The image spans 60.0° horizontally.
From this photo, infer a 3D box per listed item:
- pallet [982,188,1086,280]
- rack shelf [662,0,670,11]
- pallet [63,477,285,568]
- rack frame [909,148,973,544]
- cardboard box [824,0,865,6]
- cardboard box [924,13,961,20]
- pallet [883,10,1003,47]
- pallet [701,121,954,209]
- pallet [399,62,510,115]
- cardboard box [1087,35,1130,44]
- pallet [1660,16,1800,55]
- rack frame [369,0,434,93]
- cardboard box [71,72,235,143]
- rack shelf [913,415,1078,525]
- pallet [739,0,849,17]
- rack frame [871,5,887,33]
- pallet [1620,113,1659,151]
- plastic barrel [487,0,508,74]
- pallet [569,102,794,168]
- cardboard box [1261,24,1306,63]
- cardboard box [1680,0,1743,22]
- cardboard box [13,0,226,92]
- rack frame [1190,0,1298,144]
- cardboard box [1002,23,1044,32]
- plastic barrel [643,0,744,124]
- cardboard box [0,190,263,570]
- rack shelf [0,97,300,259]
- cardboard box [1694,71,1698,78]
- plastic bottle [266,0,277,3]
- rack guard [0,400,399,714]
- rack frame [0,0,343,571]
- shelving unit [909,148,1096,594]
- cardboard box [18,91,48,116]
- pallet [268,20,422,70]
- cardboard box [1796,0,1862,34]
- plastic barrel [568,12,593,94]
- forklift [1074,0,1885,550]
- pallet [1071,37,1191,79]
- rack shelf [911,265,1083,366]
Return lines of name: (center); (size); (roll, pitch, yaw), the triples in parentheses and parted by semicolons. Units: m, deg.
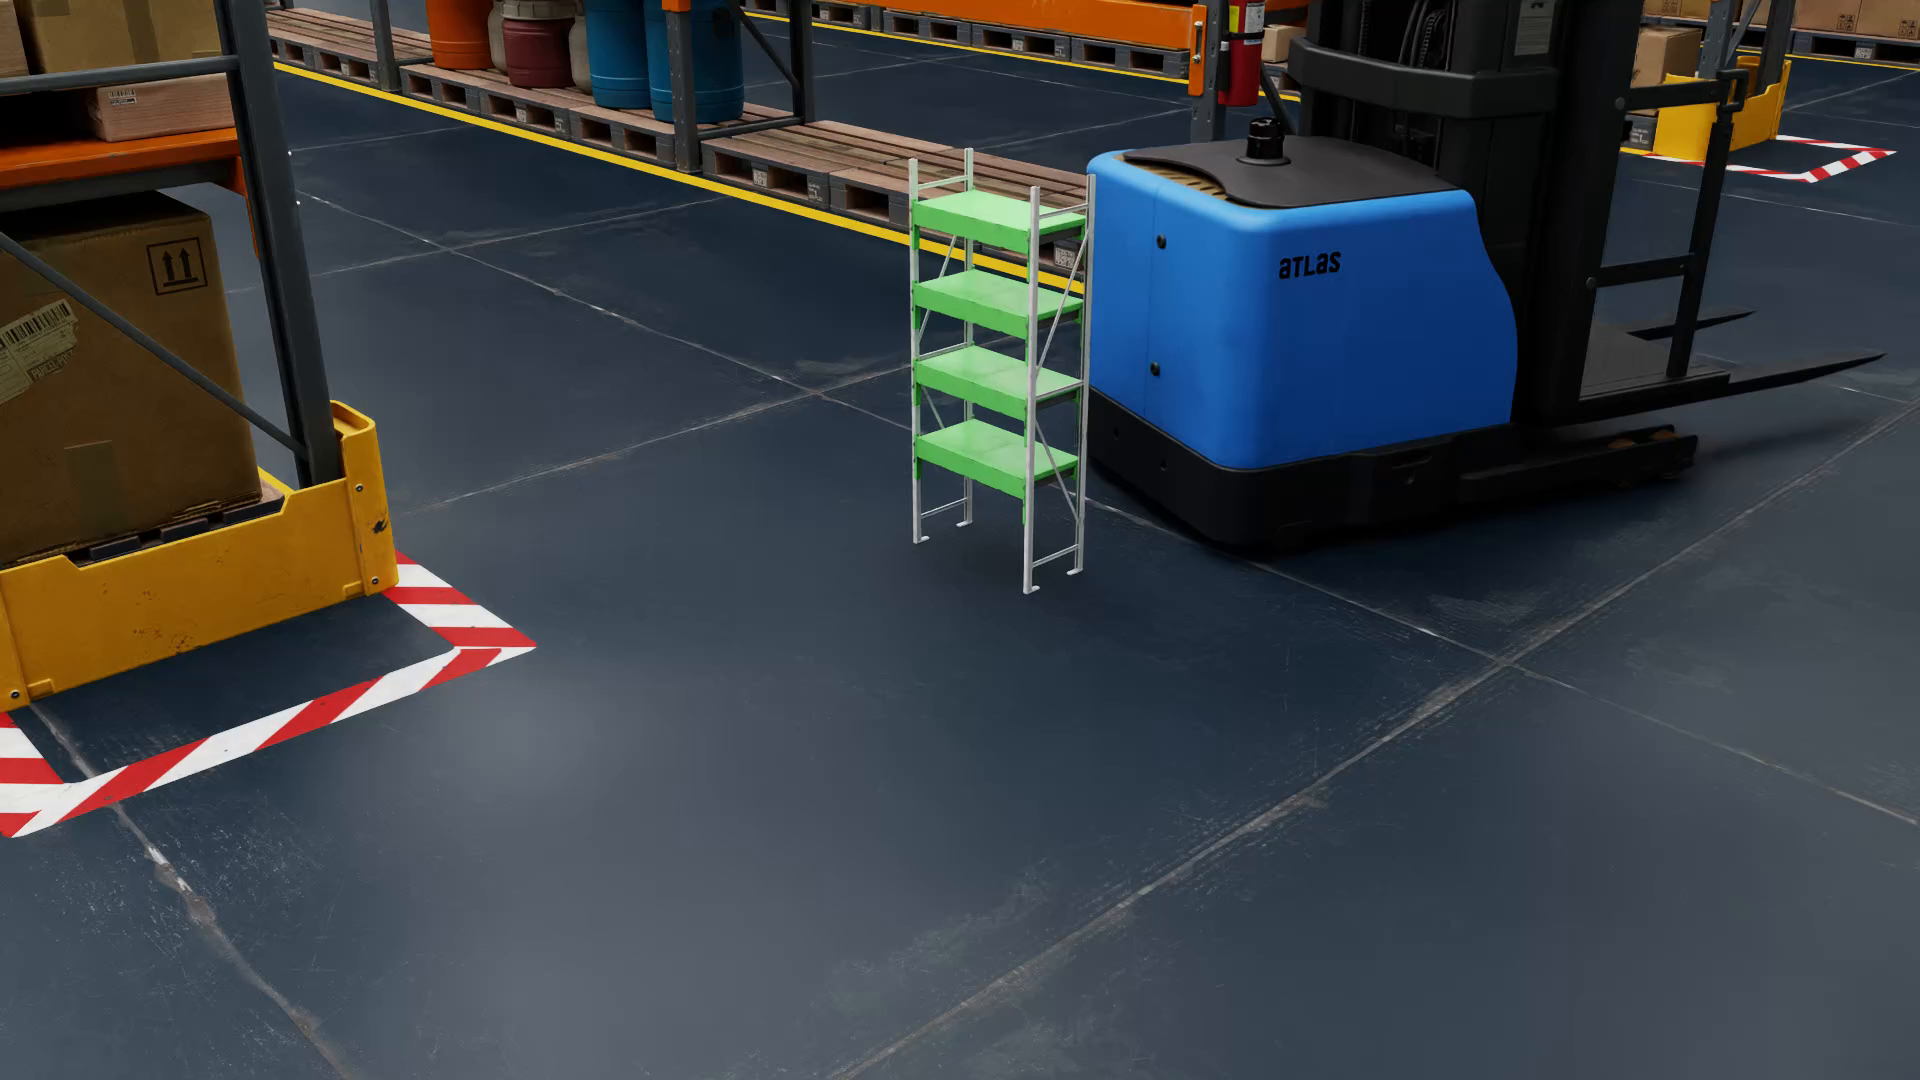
pallet: (0.869, -1.525, 8.339); (1.003, 0.211, 1.213); (-21, 32, -38)
rack shelf: (-2.697, -4.024, 11.323); (1.077, 0.370, 4.000); (-21, 32, -38)
pallet: (-2.815, -0.079, 5.170); (1.003, 0.211, 1.213); (-21, 32, -38)
rack frame: (-0.054, -0.570, 5.053); (0.240, 1.200, 0.015); (-21, 32, -38)
cardboard box: (-0.983, -5.391, 16.260); (0.500, 0.250, 0.500); (-20, 31, -37)
cardboard box: (0.019, -5.048, 15.183); (0.500, 0.500, 0.500); (22, 33, 40)
pallet: (0.037, -4.855, 15.639); (1.003, 0.211, 1.213); (-21, 32, -38)
pallet: (-0.799, -2.265, 9.960); (1.003, 0.211, 1.213); (-21, 32, -38)
pallet: (-3.494, -3.461, 12.583); (1.003, 0.211, 1.213); (-21, 32, -38)
cardboard box: (1.410, -4.432, 13.833); (0.500, 0.500, 0.500); (-21, 32, -38)
pallet: (7.203, -4.664, 15.220); (1.003, 0.211, 1.213); (-21, 32, -38)
rack frame: (-4.064, -4.957, 12.501); (1.000, 3.000, 0.127); (-21, 32, -38)
cardboard box: (-2.213, -1.215, 4.602); (0.380, 0.149, 0.250); (-21, 32, -38)
rack shelf: (0.113, -0.219, 5.017); (0.258, 0.148, 0.480); (-21, 32, -38)
pallet: (-1.809, -5.722, 17.539); (1.003, 0.211, 1.213); (-21, 32, -38)
rack frame: (-0.445, -6.361, 15.579); (1.000, 3.000, 0.127); (-21, 32, -38)
pallet: (4.425, -2.933, 11.424); (1.003, 0.211, 1.213); (-21, 32, -38)
plastic barrel: (-3.266, -3.727, 12.297); (0.421, 0.512, 0.421); (0, 25, 0)
pallet: (-1.827, -2.722, 10.962); (1.003, 0.211, 1.213); (-21, 32, -38)
cardboard box: (2.417, -3.937, 12.976); (0.500, 0.311, 0.500); (-21, 32, -38)
cardboard box: (7.028, -5.044, 15.199); (0.700, 0.500, 0.500); (-20, 31, -37)
cardboard box: (-2.342, -1.417, 4.565); (0.500, 0.250, 0.500); (-22, 33, -40)
rack frame: (1.404, -2.533, 7.189); (1.000, 3.000, 0.127); (-21, 32, -38)
cardboard box: (0.719, -4.738, 14.503); (0.500, 0.500, 0.500); (22, 33, 40)
plastic barrel: (-1.689, -3.151, 10.565); (0.600, 0.901, 0.708); (-21, 32, -38)
cardboard box: (-2.707, -0.524, 4.838); (0.875, 0.875, 0.875); (-21, 32, -38)
rack shelf: (-3.578, -1.407, 5.586); (1.077, 0.370, 4.000); (-21, 32, -38)
cardboard box: (4.987, -3.065, 11.258); (0.380, 0.149, 0.250); (-21, 32, -38)
plastic bottle: (-6.696, -5.348, 16.117); (0.097, 0.271, 0.097); (0, 25, 0)
rack guard: (-2.195, 0.017, 4.611); (1.175, 0.500, 0.348); (-21, 32, -38)
rack frame: (-2.211, -1.128, 4.109); (1.000, 3.000, 0.127); (-21, 32, -38)
shelving unit: (0.113, -0.496, 4.891); (0.258, 1.200, 0.503); (-21, 32, -38)
cardboard box: (-2.565, -1.370, 4.941); (0.380, 0.149, 0.250); (-22, 33, -40)
pallet: (-5.395, -4.303, 14.429); (1.003, 0.211, 1.213); (-21, 32, -38)
cardboard box: (7.742, -4.733, 14.516); (0.700, 0.500, 0.500); (-21, 32, -39)
plastic barrel: (-2.494, -3.385, 11.547); (0.421, 0.512, 0.421); (0, 25, 0)
forklift: (1.961, -1.697, 5.438); (3.031, 2.935, 1.130); (-11, 27, -22)
pallet: (1.705, -4.116, 14.018); (1.003, 0.211, 1.213); (-21, 32, -38)
rack shelf: (0.113, -0.656, 4.818); (0.258, 0.148, 0.480); (-21, 32, -38)
